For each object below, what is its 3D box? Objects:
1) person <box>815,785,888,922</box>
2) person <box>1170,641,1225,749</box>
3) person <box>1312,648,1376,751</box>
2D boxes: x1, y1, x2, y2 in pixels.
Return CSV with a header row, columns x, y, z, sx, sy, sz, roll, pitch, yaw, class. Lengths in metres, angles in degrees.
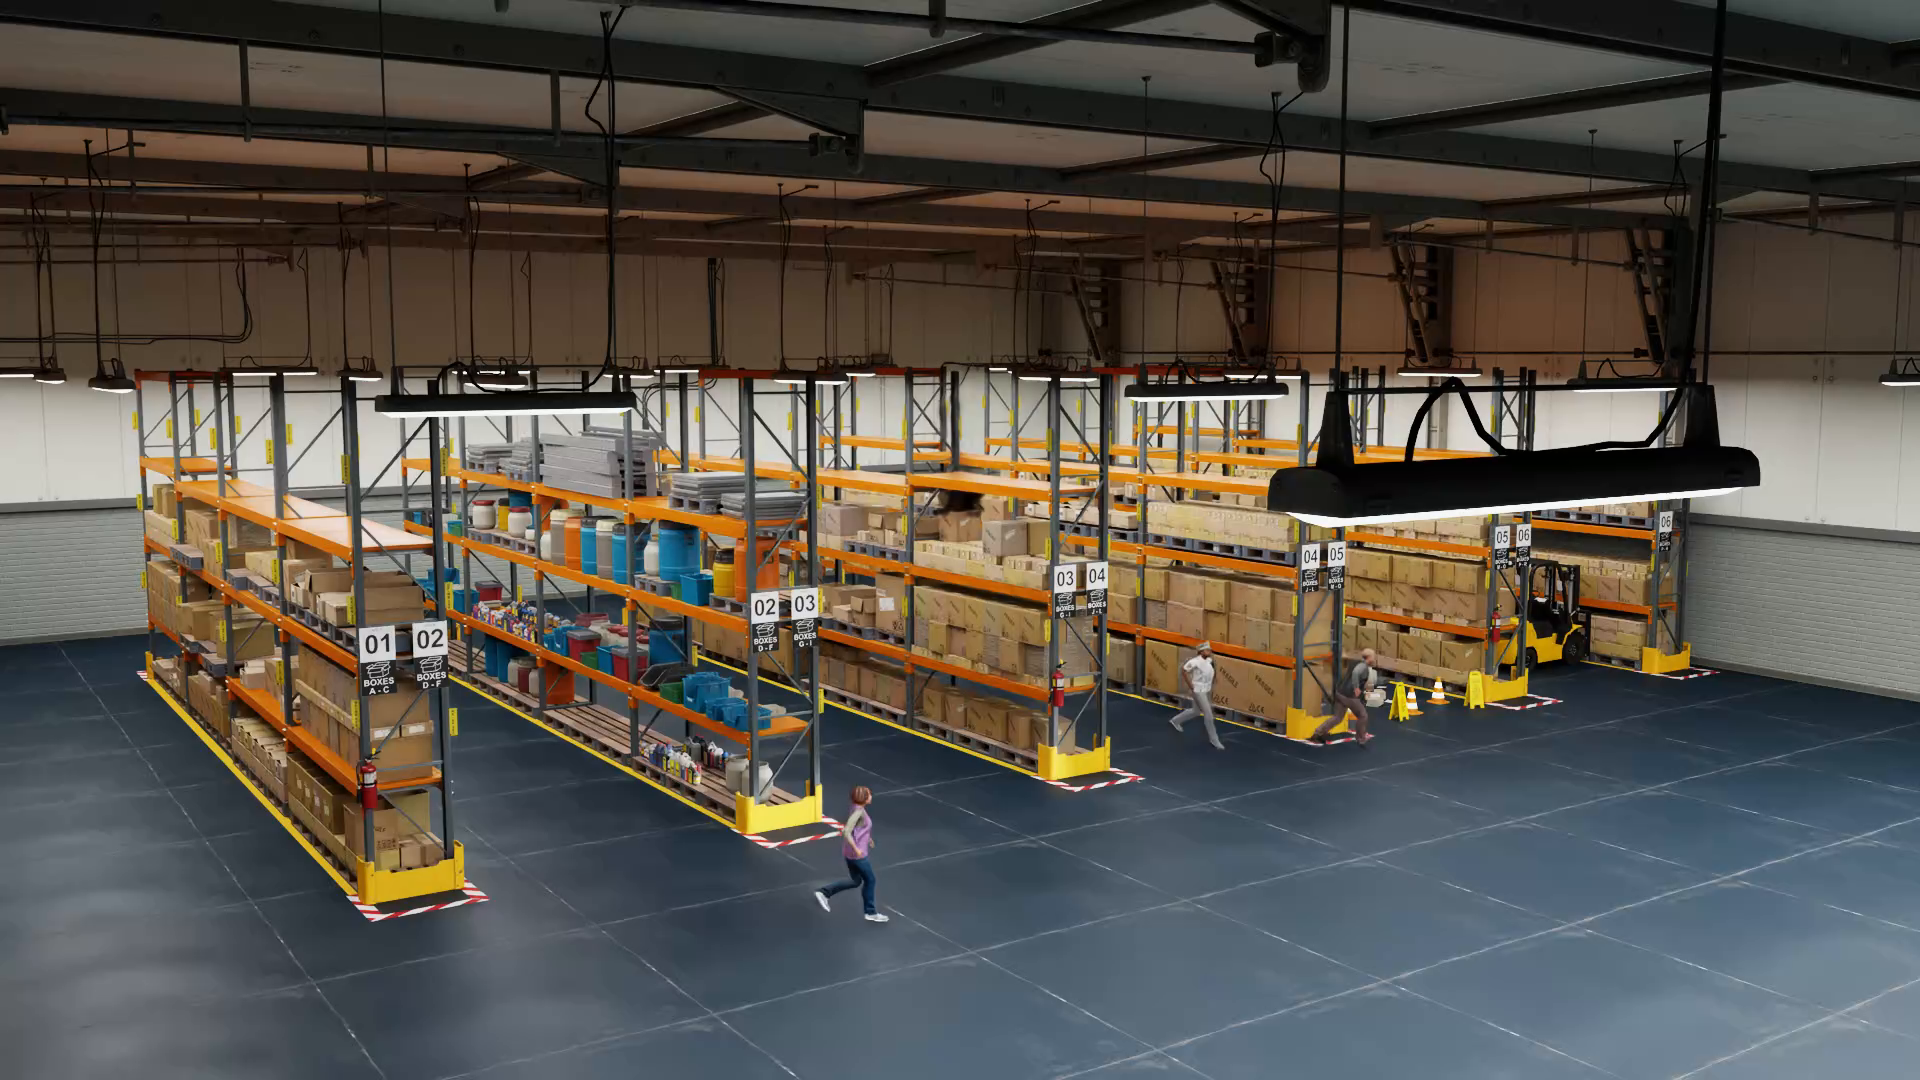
x,y,z,sx,sy,sz,roll,pitch,yaw,class
-1.198,3.491,18.395,0.824,1.584,0.560,-1,7,-8,person
3.863,2.477,26.932,1.058,1.734,0.530,5,8,35,person
6.108,2.561,26.434,0.998,1.679,0.699,0,6,-4,person
